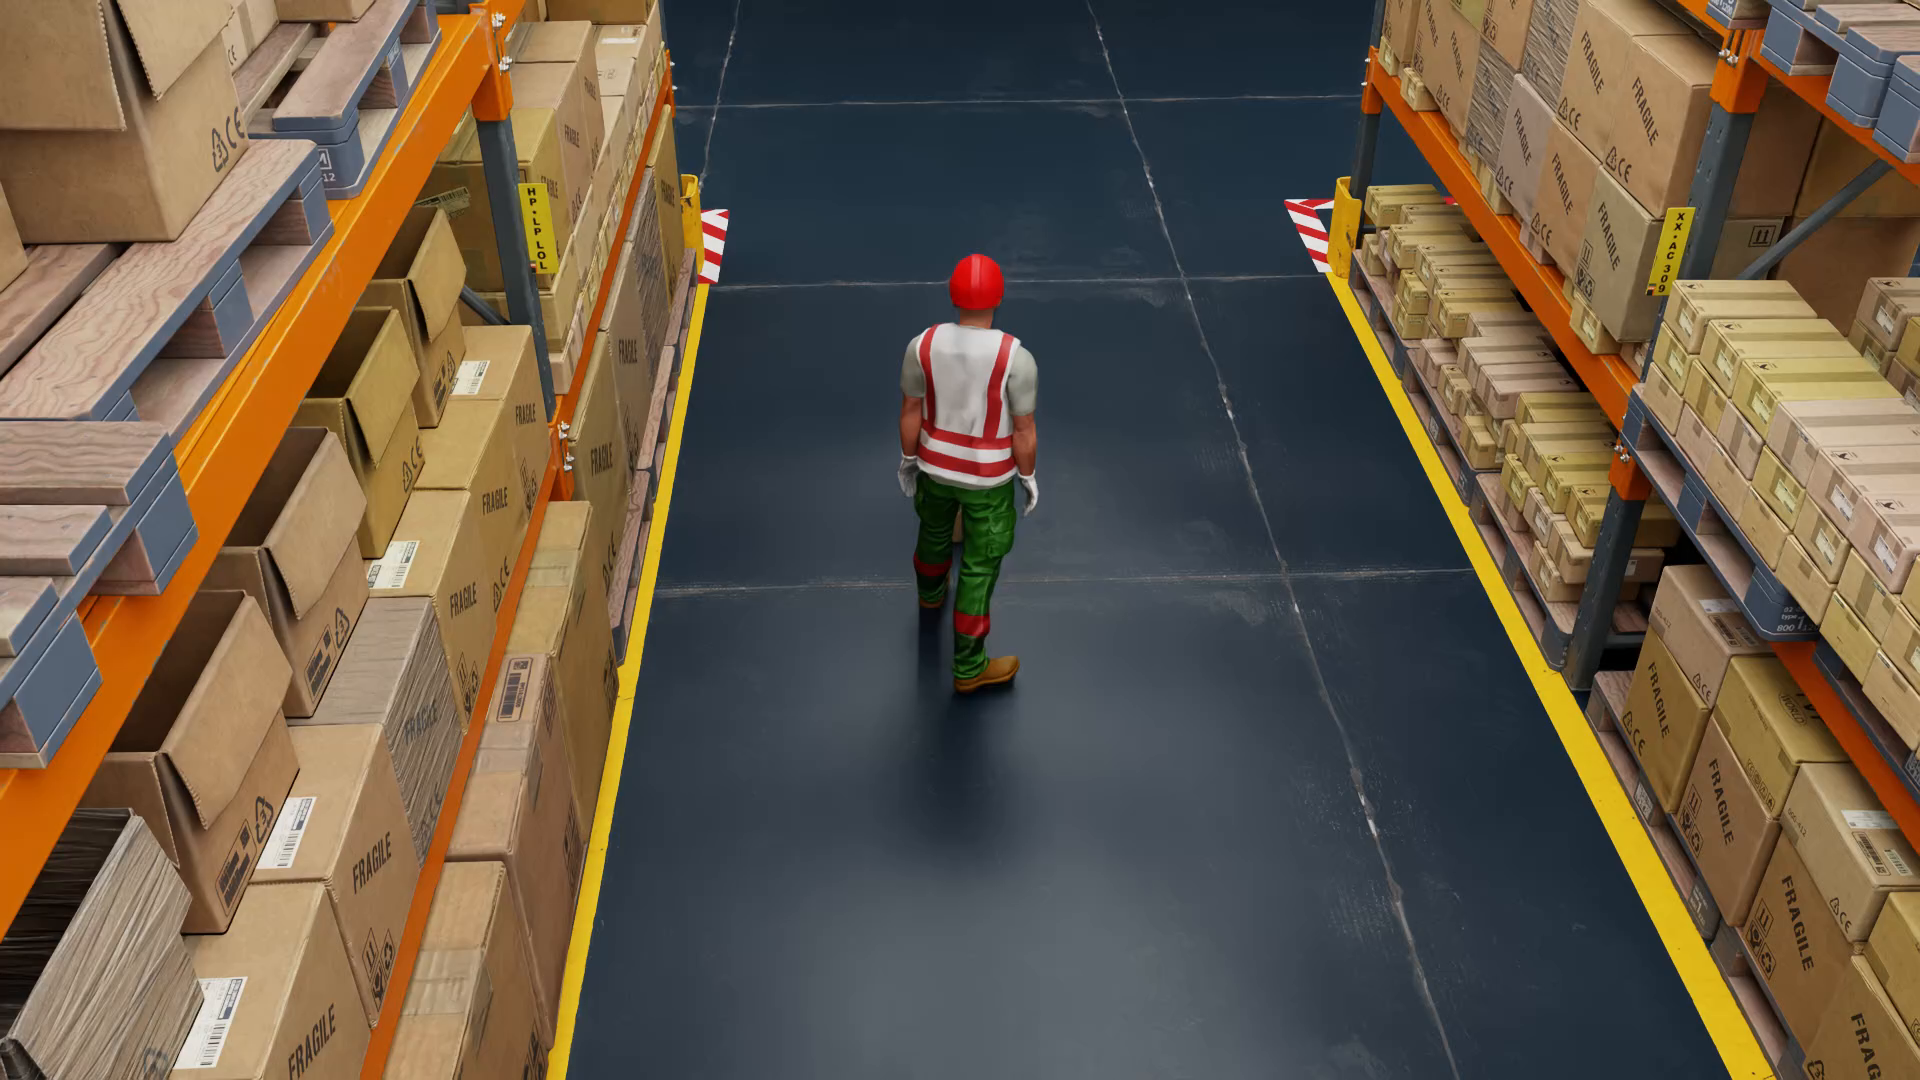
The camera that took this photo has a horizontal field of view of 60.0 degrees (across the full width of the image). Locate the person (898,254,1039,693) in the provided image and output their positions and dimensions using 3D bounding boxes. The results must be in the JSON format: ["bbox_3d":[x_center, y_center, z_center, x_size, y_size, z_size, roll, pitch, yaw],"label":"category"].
[{"bbox_3d":[0.022,-0.324,6.557,0.648,1.766,0.739,14,37,19],"label":"person"}]
